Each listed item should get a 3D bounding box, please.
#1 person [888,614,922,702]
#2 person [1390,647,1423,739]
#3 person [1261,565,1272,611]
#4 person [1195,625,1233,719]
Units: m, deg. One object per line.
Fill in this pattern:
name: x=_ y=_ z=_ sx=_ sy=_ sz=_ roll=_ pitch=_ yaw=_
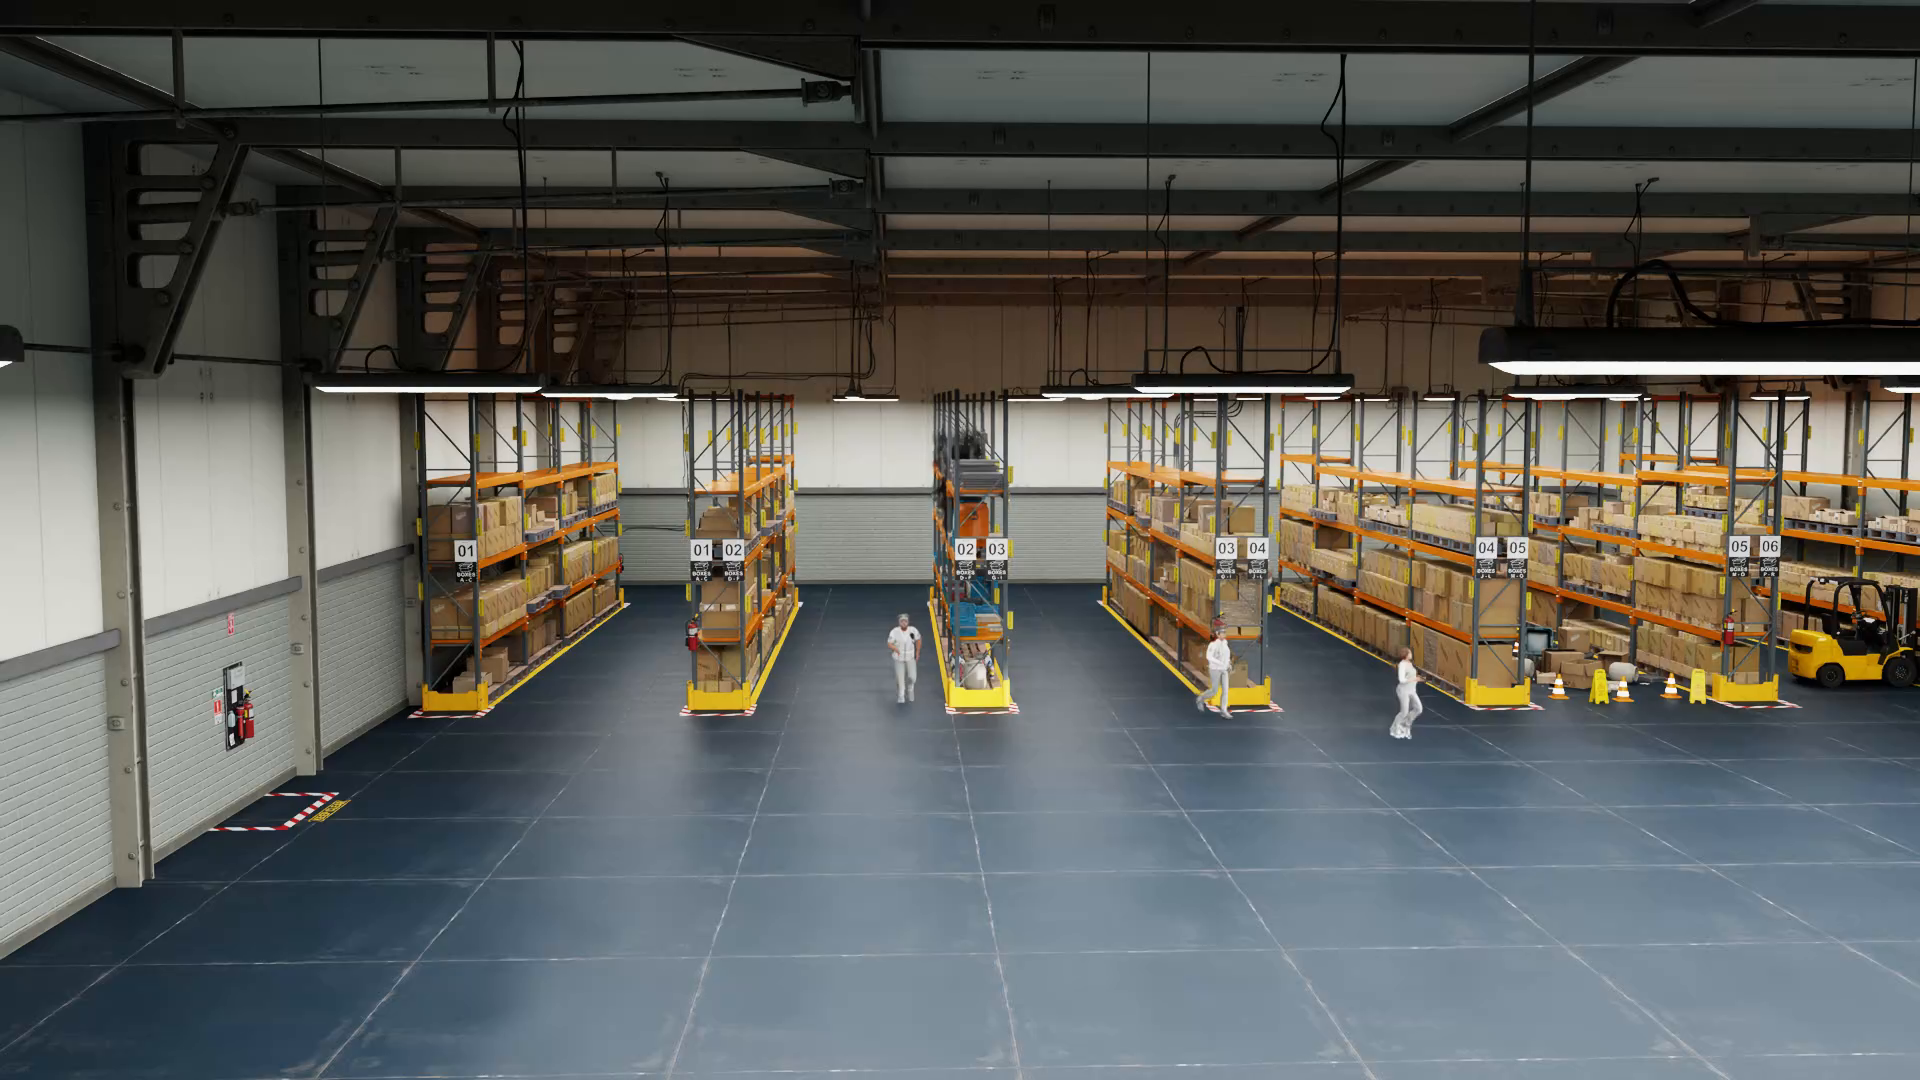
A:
person: x=-1.048 y=2.259 z=31.802 sx=0.669 sy=1.731 sz=0.707 roll=-1 pitch=5 yaw=-6
person: x=7.644 y=2.618 z=28.347 sx=0.610 sy=1.592 sz=0.516 roll=4 pitch=6 yaw=39
person: x=8.031 y=1.221 z=44.601 sx=0.717 sy=1.736 sz=0.653 roll=0 pitch=5 yaw=2
person: x=4.731 y=2.397 z=30.519 sx=0.647 sy=1.696 sz=0.819 roll=-4 pitch=6 yaw=-41
